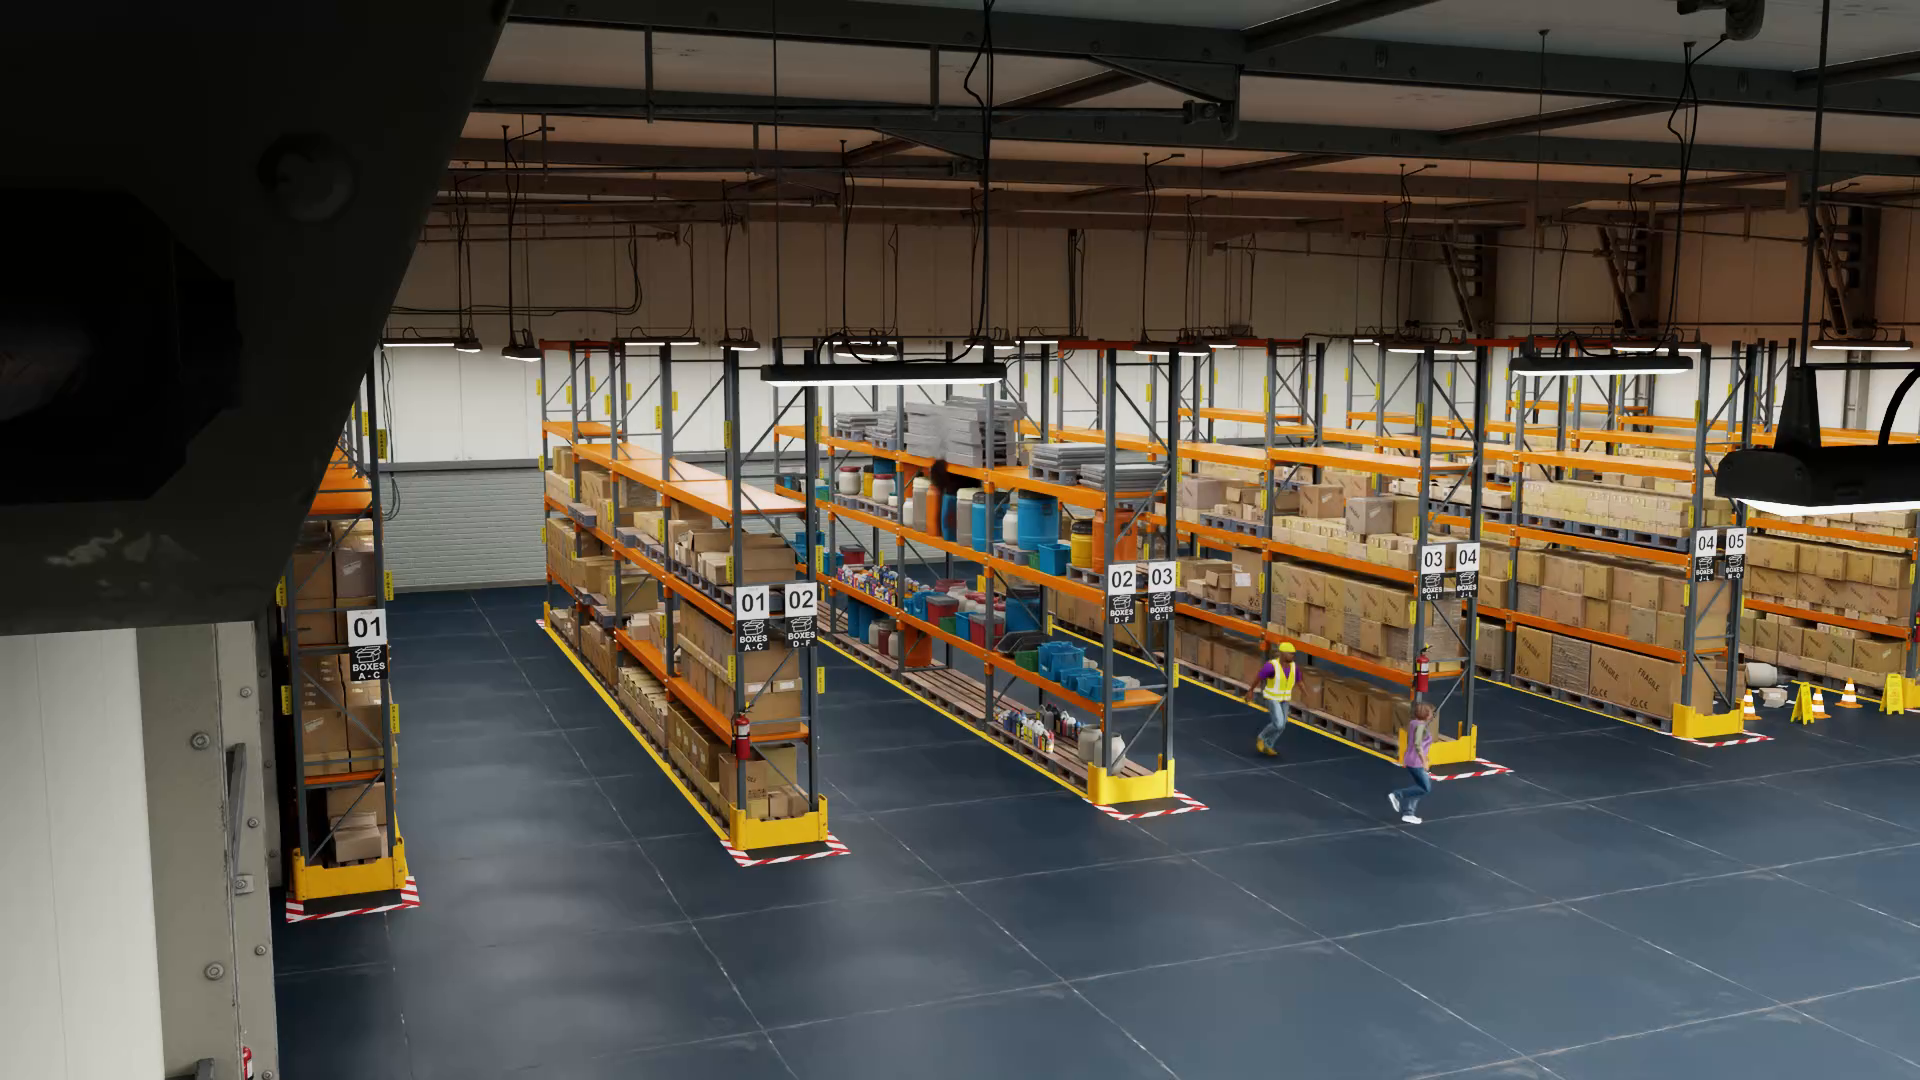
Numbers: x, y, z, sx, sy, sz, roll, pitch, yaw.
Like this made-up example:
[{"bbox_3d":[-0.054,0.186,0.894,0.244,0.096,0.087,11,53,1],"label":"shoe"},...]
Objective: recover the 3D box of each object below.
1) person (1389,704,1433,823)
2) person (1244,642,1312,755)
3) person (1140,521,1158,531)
[{"bbox_3d":[5.756,2.840,21.147,0.476,1.546,0.541,1,7,7],"label":"person"},{"bbox_3d":[4.674,2.324,24.248,0.722,1.700,0.790,-4,9,-29],"label":"person"},{"bbox_3d":[4.638,0.088,41.324,0.935,1.820,0.710,-5,9,-35],"label":"person"}]
